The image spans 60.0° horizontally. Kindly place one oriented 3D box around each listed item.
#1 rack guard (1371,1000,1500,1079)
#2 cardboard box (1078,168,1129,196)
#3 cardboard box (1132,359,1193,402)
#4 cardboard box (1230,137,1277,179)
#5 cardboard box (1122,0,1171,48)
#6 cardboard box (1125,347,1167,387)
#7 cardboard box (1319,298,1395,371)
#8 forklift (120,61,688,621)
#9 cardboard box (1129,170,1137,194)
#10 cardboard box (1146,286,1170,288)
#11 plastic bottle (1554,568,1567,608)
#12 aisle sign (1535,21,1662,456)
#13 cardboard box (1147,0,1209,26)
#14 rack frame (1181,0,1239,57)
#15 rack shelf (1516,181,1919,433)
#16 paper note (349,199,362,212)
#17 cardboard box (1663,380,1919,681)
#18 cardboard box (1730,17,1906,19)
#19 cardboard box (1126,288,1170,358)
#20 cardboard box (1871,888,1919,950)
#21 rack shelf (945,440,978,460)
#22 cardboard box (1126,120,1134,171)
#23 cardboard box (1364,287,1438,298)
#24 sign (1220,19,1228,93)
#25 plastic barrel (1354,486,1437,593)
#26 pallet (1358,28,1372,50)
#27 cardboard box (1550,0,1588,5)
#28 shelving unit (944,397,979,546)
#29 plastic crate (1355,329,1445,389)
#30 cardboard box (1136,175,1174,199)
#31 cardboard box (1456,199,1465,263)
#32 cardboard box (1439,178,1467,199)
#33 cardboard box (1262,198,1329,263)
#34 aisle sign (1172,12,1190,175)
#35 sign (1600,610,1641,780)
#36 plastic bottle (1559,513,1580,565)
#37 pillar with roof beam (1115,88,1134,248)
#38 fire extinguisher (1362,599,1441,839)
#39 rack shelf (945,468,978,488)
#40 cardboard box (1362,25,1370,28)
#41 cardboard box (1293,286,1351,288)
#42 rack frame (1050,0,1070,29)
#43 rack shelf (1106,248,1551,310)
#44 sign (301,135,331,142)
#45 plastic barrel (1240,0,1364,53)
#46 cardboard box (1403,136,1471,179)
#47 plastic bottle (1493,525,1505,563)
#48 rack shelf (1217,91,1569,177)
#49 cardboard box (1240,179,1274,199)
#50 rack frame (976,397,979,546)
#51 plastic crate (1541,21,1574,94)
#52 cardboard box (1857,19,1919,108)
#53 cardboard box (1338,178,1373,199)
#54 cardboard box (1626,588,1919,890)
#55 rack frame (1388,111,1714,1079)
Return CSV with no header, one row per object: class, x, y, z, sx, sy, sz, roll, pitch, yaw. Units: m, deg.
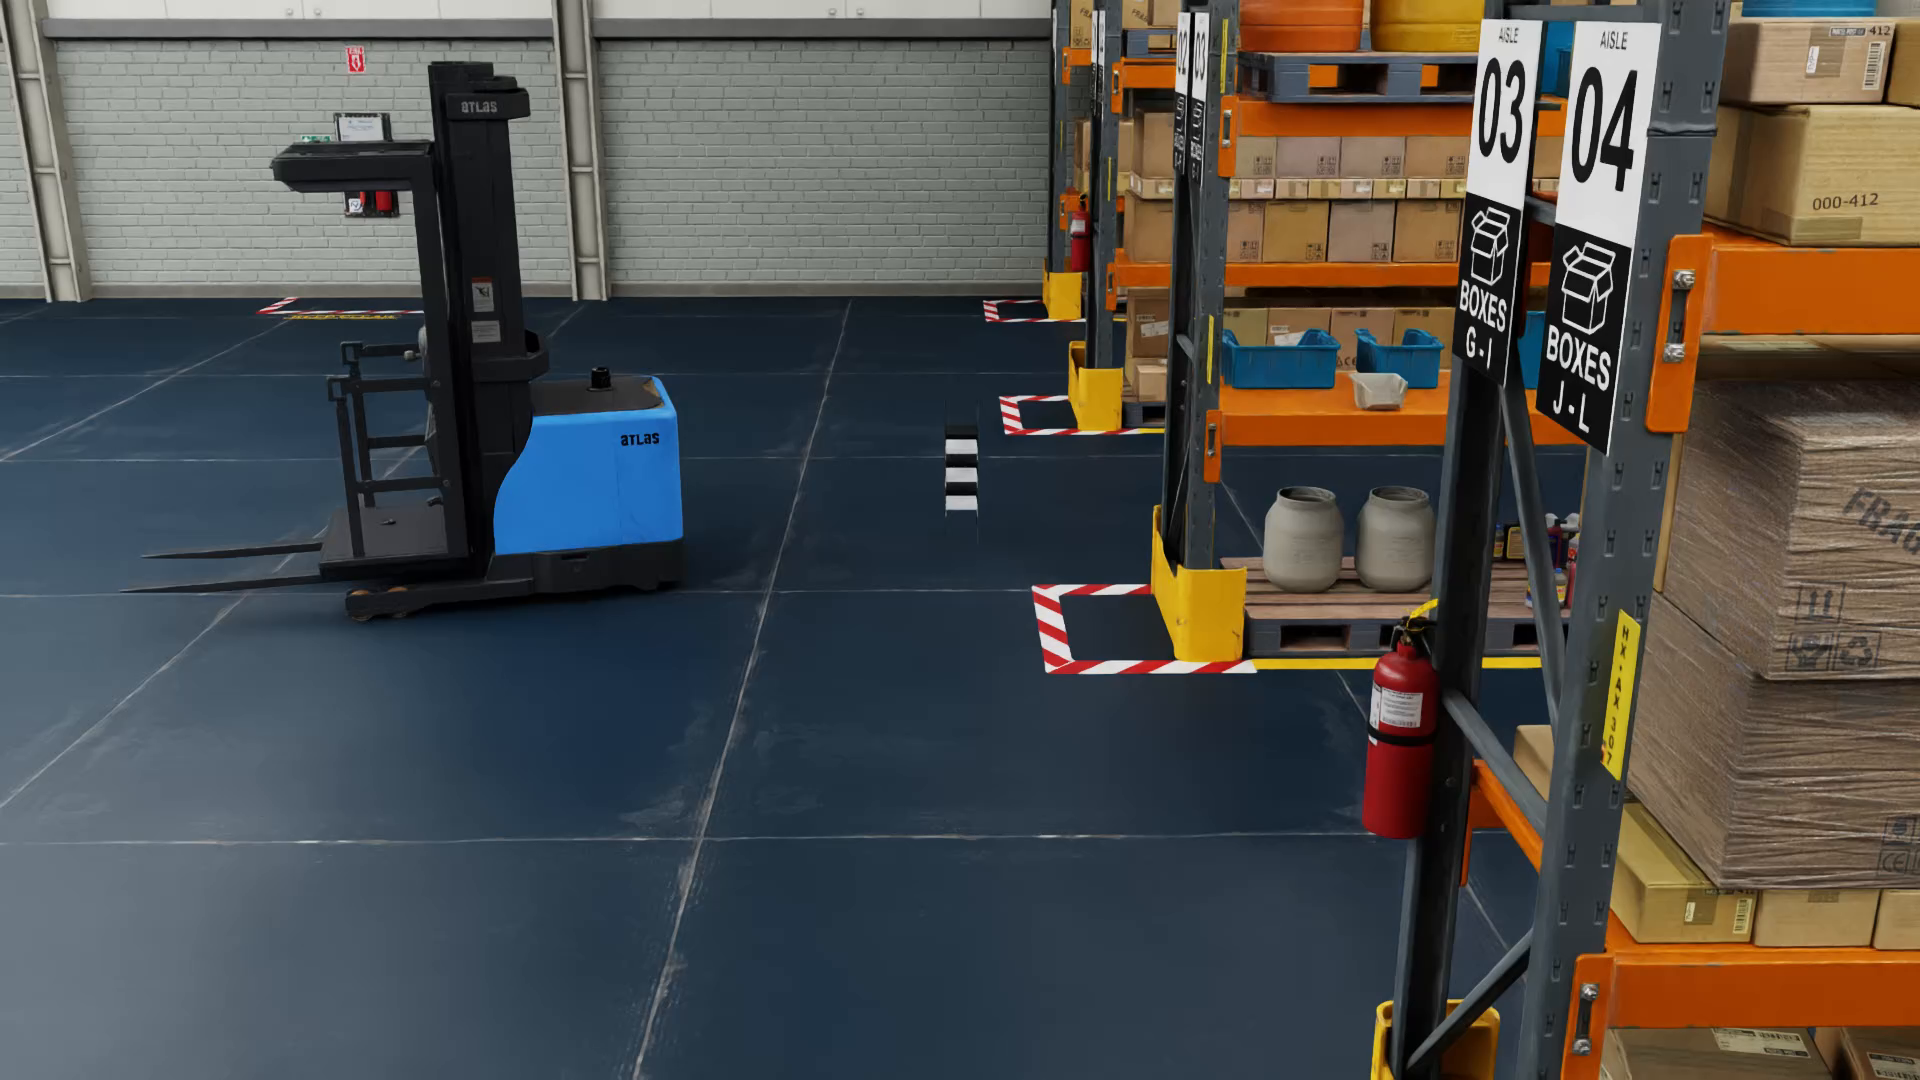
rack guard,1.364,1.741,4.303,0.348,0.500,1.175,0,18,-1
cardboard box,1.546,-3.831,17.793,0.500,0.250,0.500,-1,18,-2
cardboard box,1.675,-1.300,13.504,0.500,0.250,0.500,0,18,-1
cardboard box,2.181,-3.143,13.147,0.500,0.500,0.700,-1,18,-2
cardboard box,1.929,-5.390,17.332,0.500,0.500,0.500,1,18,3
cardboard box,1.667,-1.458,13.997,0.500,0.250,0.500,0,18,-1
cardboard box,3.175,-1.664,13.409,0.500,0.500,0.500,0,18,-1
forklift,-3.160,-1.130,9.271,3.031,2.935,1.130,-5,18,-15
cardboard box,1.514,-2.891,13.424,0.250,0.149,0.380,-1,18,-2
cardboard box,2.317,-2.895,18.344,0.500,0.311,0.500,1,18,4
plastic bottle,3.131,0.247,8.728,0.097,0.201,0.097,0,18,0
aisle sign,1.231,-0.595,3.236,0.004,0.787,0.394,0,18,-1
cardboard box,1.710,-4.220,12.797,0.637,0.503,0.797,1,18,3
rack frame,1.210,-3.818,7.719,0.127,3.000,1.000,0,18,-1
rack shelf,3.288,-0.545,3.601,4.000,0.370,1.077,0,18,-1
paper note,-6.909,-3.827,19.008,0.142,0.148,0.016,0,18,-1
cardboard box,1.842,-0.034,3.455,0.500,0.500,0.500,0,18,-1
cardboard box,1.823,-1.058,3.617,0.250,0.149,0.380,-1,18,-3
cardboard box,1.667,-1.816,13.884,0.500,0.500,0.500,0,18,-1
cardboard box,2.077,0.750,3.710,0.250,0.149,0.380,0,18,-1
rack shelf,0.008,-0.568,10.365,0.200,0.077,0.258,0,18,-1
cardboard box,2.030,-4.193,17.692,0.500,0.500,0.500,0,18,-1
cardboard box,3.666,-1.830,13.929,0.500,0.500,0.500,0,18,-1
sign,1.214,-2.226,7.652,0.005,0.325,0.100,0,18,-1
plastic barrel,2.368,-0.006,9.041,0.421,0.512,0.421,0,18,0
pallet,3.066,-3.863,12.914,1.213,0.211,1.003,0,18,-1
cardboard box,4.627,-4.315,13.096,0.500,0.500,0.500,1,18,4
shelving unit,0.008,-0.429,10.410,0.210,0.900,0.258,0,18,-1
plastic crate,2.355,-0.986,8.955,0.408,0.251,0.499,0,18,-1
cardboard box,1.531,-2.767,13.038,0.250,0.149,0.380,0,18,-1
cardboard box,4.164,-2.533,13.369,0.500,0.500,0.700,0,18,-1
cardboard box,3.849,-2.779,13.076,0.250,0.149,0.380,0,18,-1
cardboard box,2.624,-2.525,13.345,0.500,0.500,0.700,0,18,0
aisle sign,1.133,-2.290,8.520,0.004,0.787,0.394,0,18,-1
sign,1.297,0.304,3.271,0.005,0.325,0.100,0,18,-1
plastic bottle,3.430,-0.011,9.409,0.135,0.276,0.152,-1,18,-2
pillar with roof beam,1.808,-5.797,13.887,0.400,9.000,9.100,0,18,-1
fire extinguisher,1.166,0.448,4.369,0.183,0.674,0.296,0,18,-1
rack shelf,0.008,-0.397,10.420,0.200,0.077,0.258,0,18,-1
cardboard box,4.046,-5.416,17.413,0.500,0.500,0.500,-2,18,-6
cardboard box,4.016,-3.009,18.389,0.500,0.500,0.500,-2,18,-5
rack frame,1.053,-6.844,17.151,0.127,3.000,1.000,0,18,-1
rack shelf,3.135,-2.142,13.491,4.000,0.370,1.077,0,18,-1
sign,-7.281,-4.521,18.806,0.331,0.109,0.001,0,18,-1
plastic barrel,1.694,-2.836,8.176,0.708,0.830,0.600,0,18,-1
cardboard box,3.685,-3.150,13.170,0.500,0.500,0.700,0,18,-1
plastic bottle,3.039,0.018,9.441,0.097,0.201,0.097,0,18,0
rack shelf,3.209,-2.057,8.317,4.000,0.370,1.077,0,18,-1
cardboard box,2.297,-2.771,13.049,0.250,0.149,0.380,-1,18,-2
rack frame,0.110,-0.429,10.412,0.006,0.900,0.240,0,18,-1
plastic crate,3.112,-2.484,8.495,0.575,0.384,0.392,0,18,-1
cardboard box,1.828,-0.898,3.119,0.250,0.149,0.380,0,18,0
cardboard box,3.068,-2.774,13.060,0.250,0.149,0.380,0,18,0
cardboard box,1.838,0.367,3.841,0.500,0.500,0.875,0,18,-1
rack frame,1.288,0.551,3.920,0.127,3.000,1.000,0,18,-1
